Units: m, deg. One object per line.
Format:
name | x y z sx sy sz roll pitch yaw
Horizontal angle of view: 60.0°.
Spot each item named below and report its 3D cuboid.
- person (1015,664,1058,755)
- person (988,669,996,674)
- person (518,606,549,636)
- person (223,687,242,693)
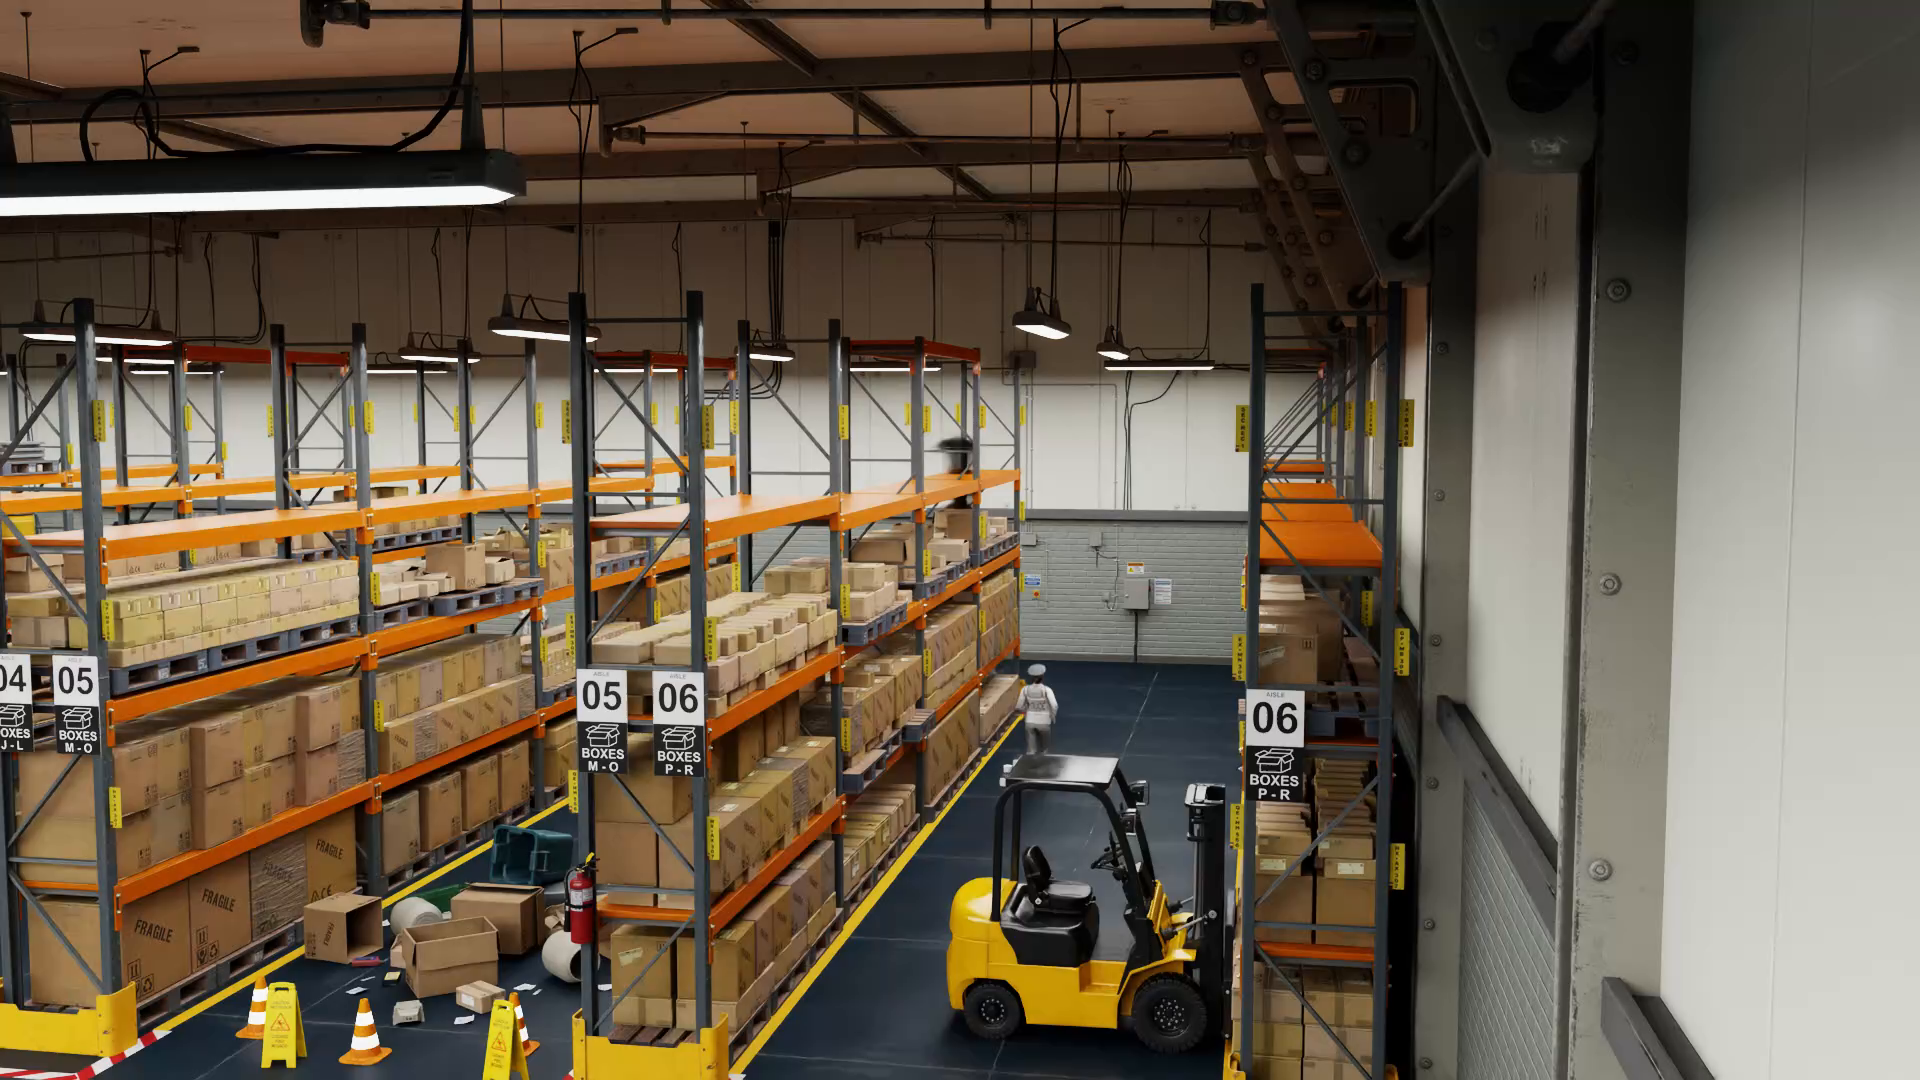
person | 1.052 2.522 22.461 0.621 1.702 0.845 1 5 15
person | 0.322 1.869 30.724 0.774 1.702 0.533 -1 5 -11
person | -8.164 1.796 31.846 0.568 1.635 0.586 -1 5 -13
person | -9.106 2.668 21.096 0.675 1.727 0.850 -4 6 -37
